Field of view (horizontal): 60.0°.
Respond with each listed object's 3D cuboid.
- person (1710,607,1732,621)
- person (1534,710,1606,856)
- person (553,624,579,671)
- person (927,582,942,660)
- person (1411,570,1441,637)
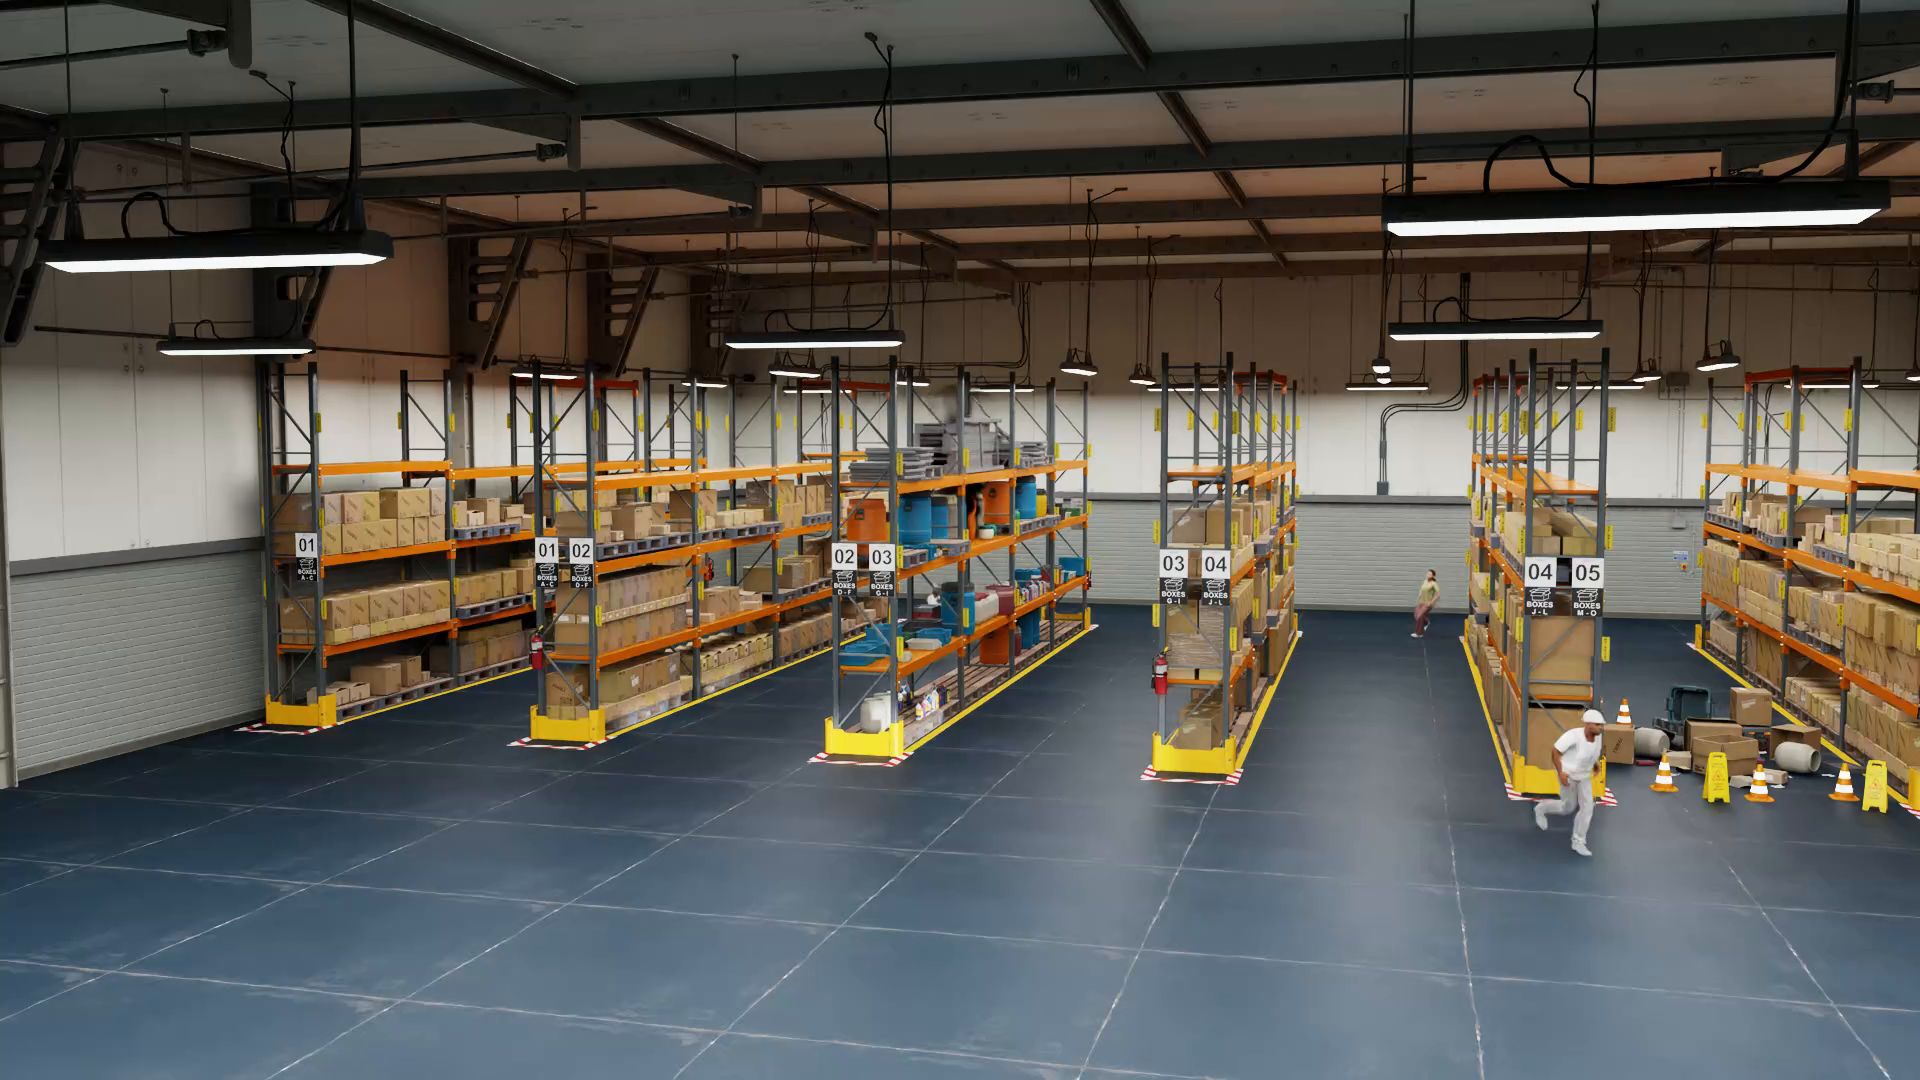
[{"bbox_3d":[17.489,1.510,38.042,0.624,1.615,0.599,-4,6,-44],"label":"person"},{"bbox_3d":[7.193,2.801,19.591,0.706,1.708,0.970,-2,5,-31],"label":"person"},{"bbox_3d":[-7.149,1.929,30.741,0.688,1.780,0.950,0,4,2],"label":"person"},{"bbox_3d":[-0.511,1.712,34.911,0.561,1.667,0.567,1,4,19],"label":"person"},{"bbox_3d":[10.896,1.479,38.711,0.559,1.595,0.610,-2,5,-31],"label":"person"}]
